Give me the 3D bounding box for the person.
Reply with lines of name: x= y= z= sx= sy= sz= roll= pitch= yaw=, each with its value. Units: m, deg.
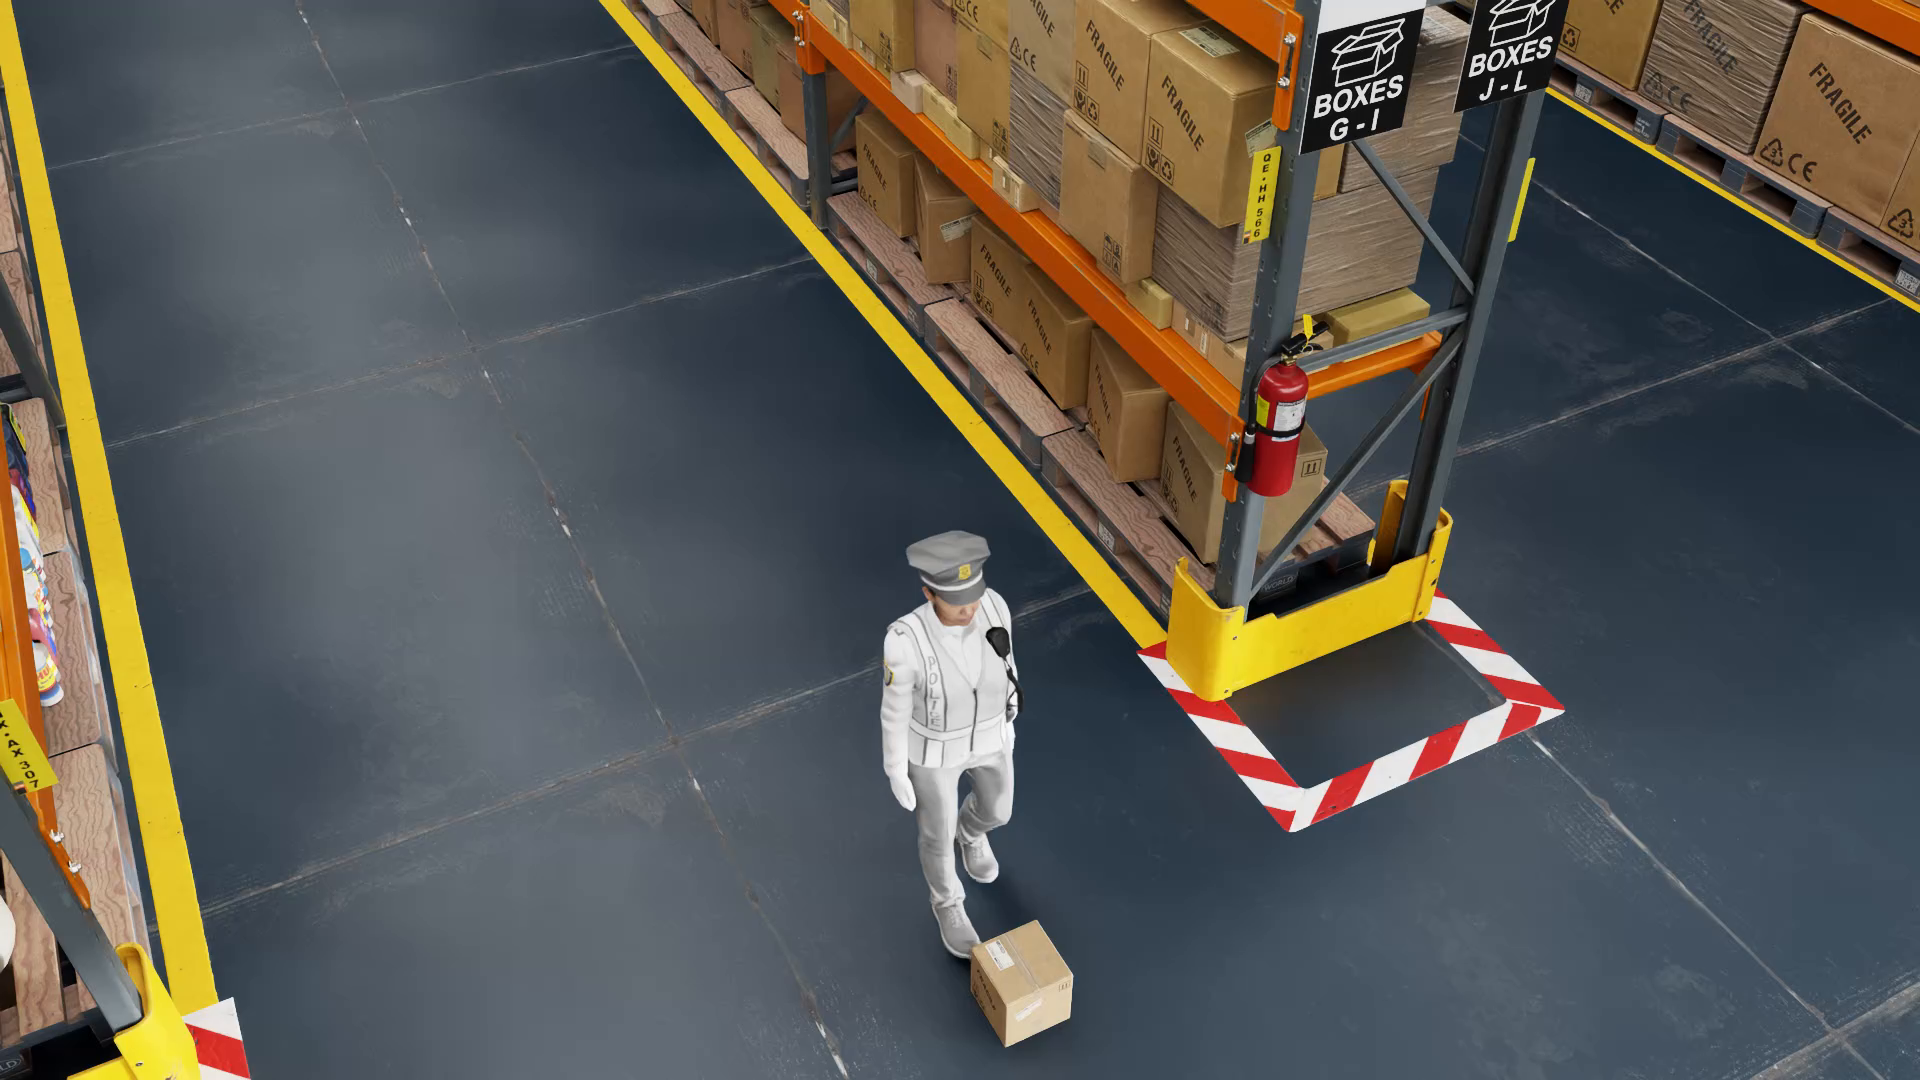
person: x=-0.019 y=0.672 z=5.392 sx=0.503 sy=1.705 sz=0.504 roll=-19 pitch=45 yaw=-20
